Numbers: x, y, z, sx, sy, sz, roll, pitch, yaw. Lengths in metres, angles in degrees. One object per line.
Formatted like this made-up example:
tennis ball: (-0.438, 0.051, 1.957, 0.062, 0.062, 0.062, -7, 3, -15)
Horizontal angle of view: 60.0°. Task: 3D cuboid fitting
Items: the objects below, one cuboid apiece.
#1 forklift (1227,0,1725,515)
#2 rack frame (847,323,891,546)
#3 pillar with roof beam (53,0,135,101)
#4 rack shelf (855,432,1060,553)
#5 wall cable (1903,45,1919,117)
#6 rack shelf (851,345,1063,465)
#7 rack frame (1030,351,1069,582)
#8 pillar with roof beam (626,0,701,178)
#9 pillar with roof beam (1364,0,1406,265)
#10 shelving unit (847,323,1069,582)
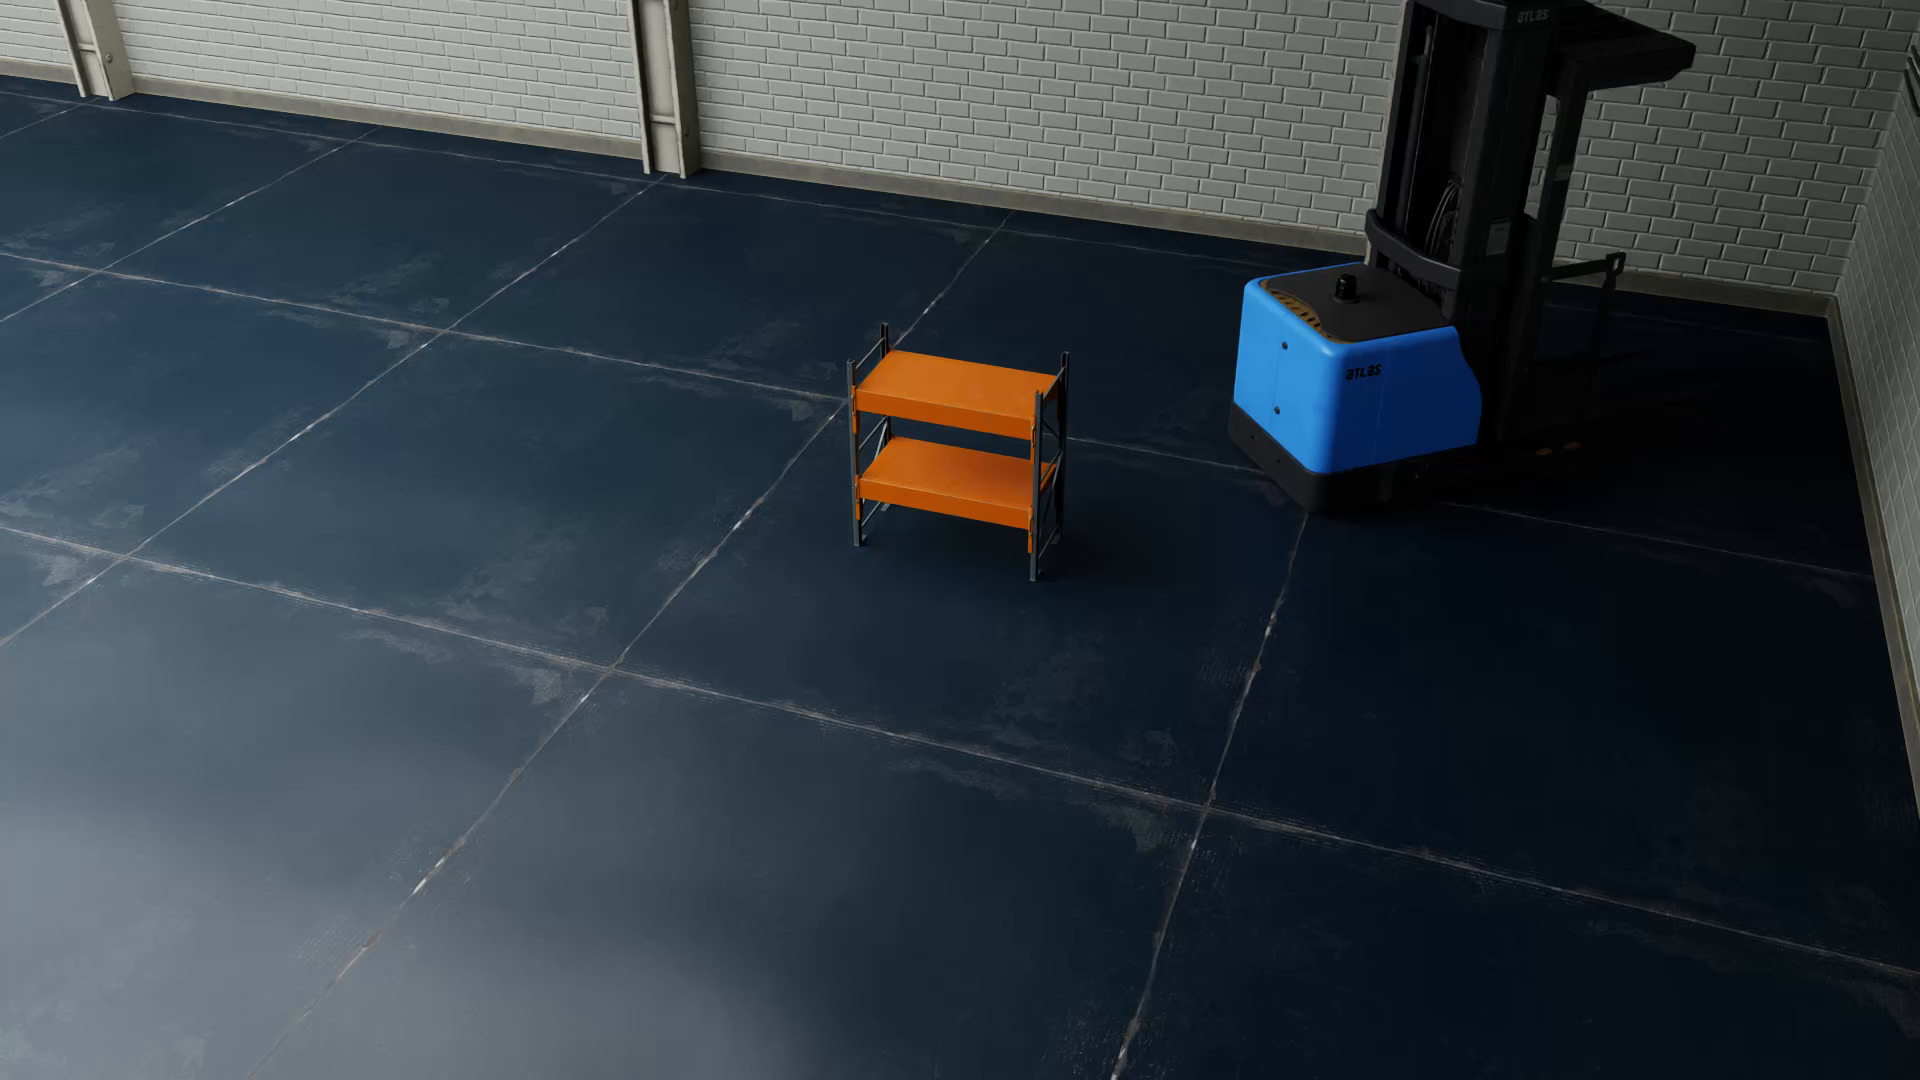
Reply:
forklift: (3.191, -1.863, 9.402, 3.031, 2.935, 1.130, -11, 35, -17)
rack frame: (-0.485, -0.567, 9.059, 0.032, 1.125, 0.500, 11, 34, 16)
pillar with roof beam: (-9.525, -5.816, 9.930, 0.400, 9.000, 9.100, 11, 34, 16)
rack shelf: (-0.006, -0.268, 9.047, 1.000, 0.278, 0.538, 11, 34, 16)
wall cable: (5.551, -3.299, 8.895, 0.112, 2.526, 3.097, 11, 34, 16)
rack shelf: (-0.006, -0.720, 8.756, 1.000, 0.278, 0.538, 11, 34, 16)
rack frame: (0.472, -0.381, 8.771, 0.032, 1.125, 0.500, 11, 34, 16)
pillar with roof beam: (-3.877, -4.718, 8.229, 0.400, 9.000, 9.100, 11, 34, 16)
pillar with roof beam: (1.771, -3.620, 6.529, 0.400, 9.000, 9.100, 11, 34, 16)
shelving unit: (-0.006, -0.474, 8.915, 1.048, 1.125, 0.538, 11, 34, 16)
